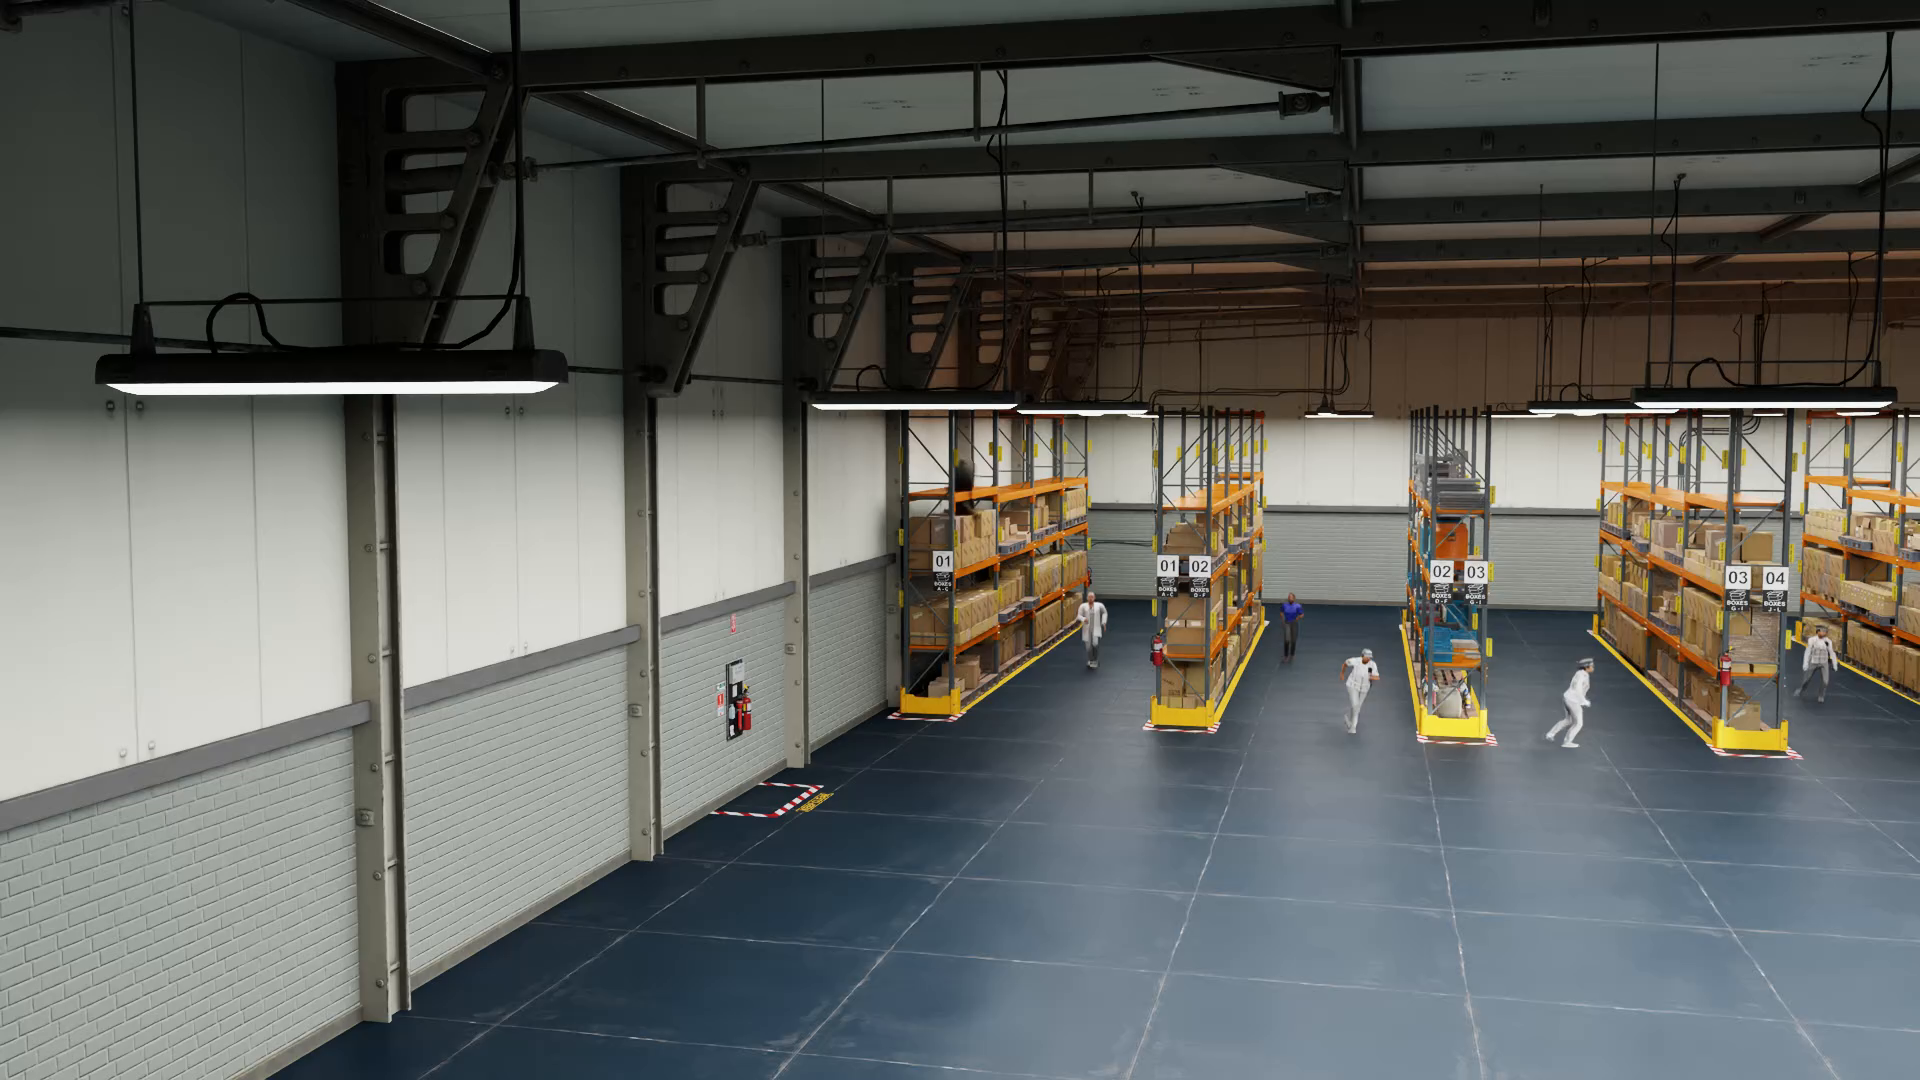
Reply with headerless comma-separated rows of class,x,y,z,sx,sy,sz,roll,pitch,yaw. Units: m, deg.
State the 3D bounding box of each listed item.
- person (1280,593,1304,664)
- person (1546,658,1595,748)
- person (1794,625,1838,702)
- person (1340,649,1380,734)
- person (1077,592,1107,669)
person,7.849,2.088,39.335,0.564,1.689,0.728,1,4,9
person,10.699,2.843,29.127,0.759,1.584,0.587,1,4,9
person,17.472,2.487,33.938,0.734,1.591,0.646,1,4,19
person,7.354,2.745,30.581,0.580,1.563,0.979,0,4,-7
person,3.041,2.091,38.375,0.677,1.780,0.847,1,4,8
